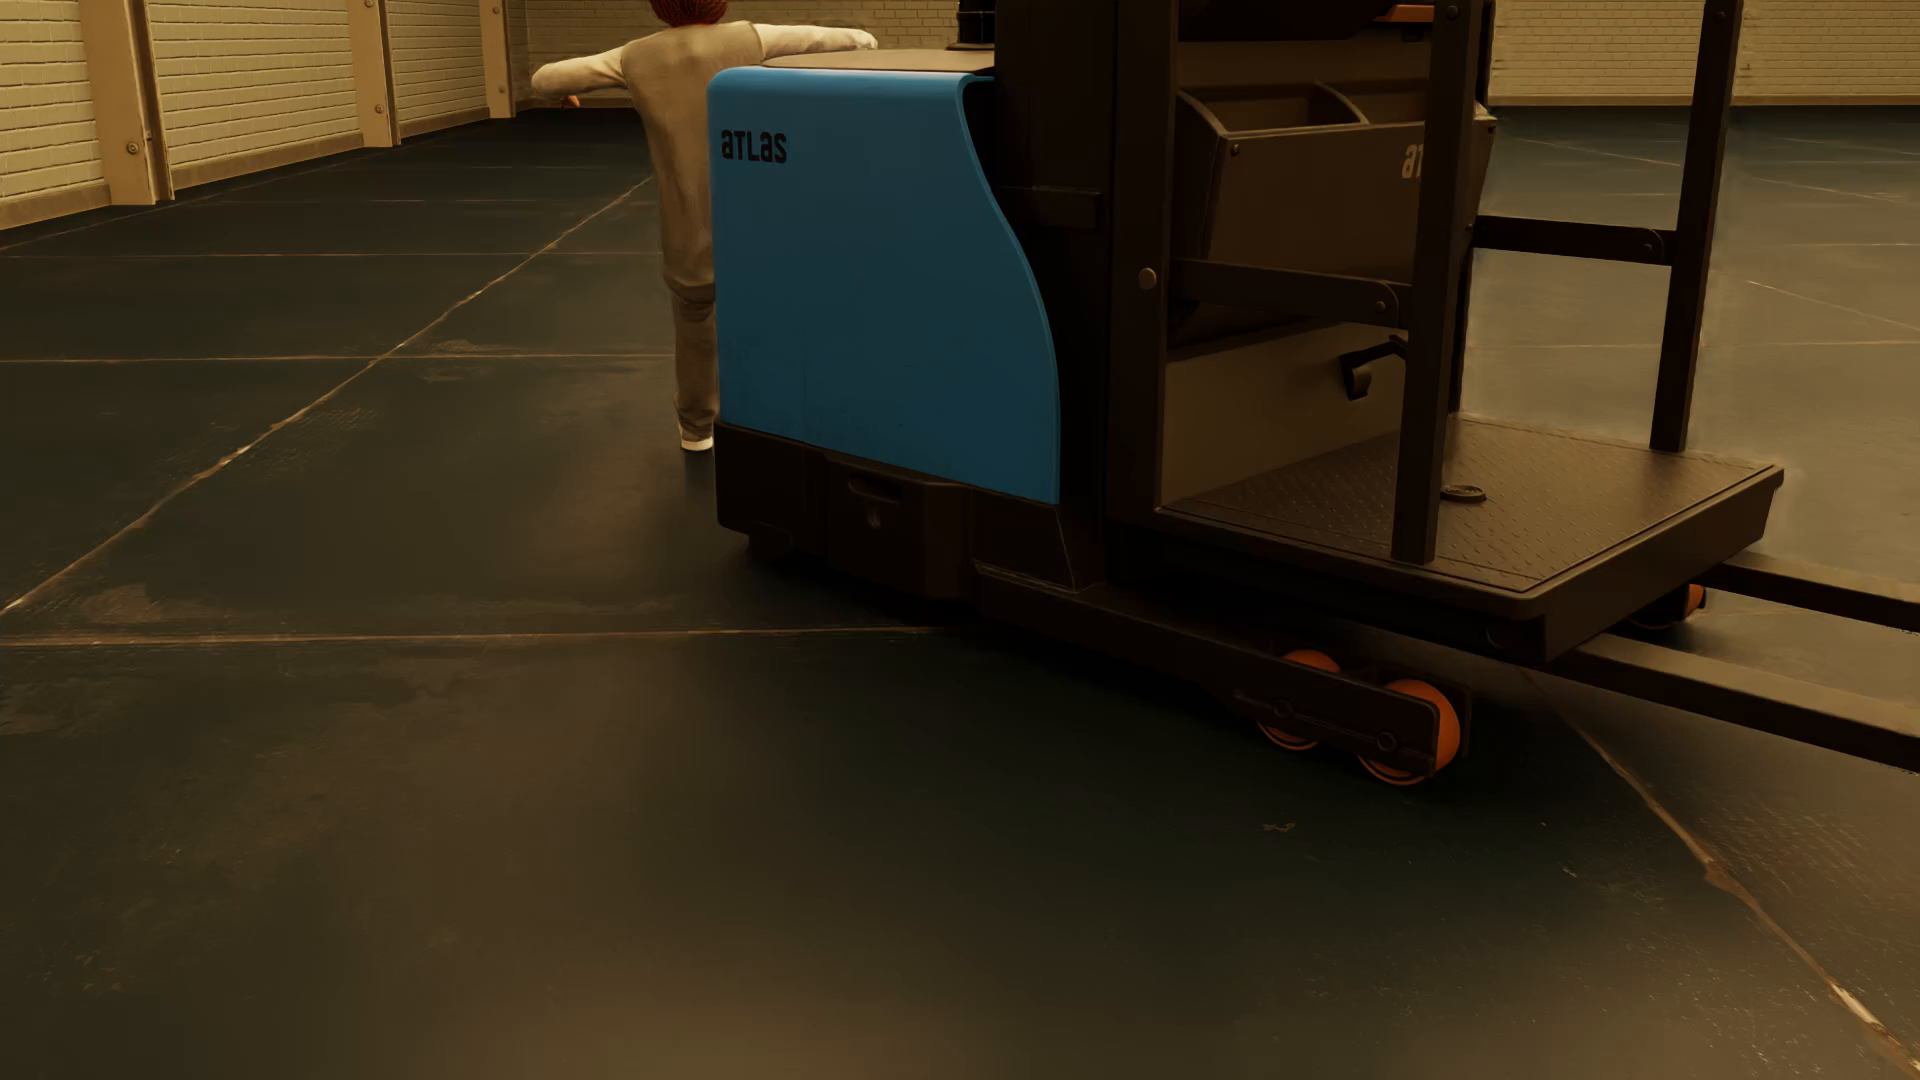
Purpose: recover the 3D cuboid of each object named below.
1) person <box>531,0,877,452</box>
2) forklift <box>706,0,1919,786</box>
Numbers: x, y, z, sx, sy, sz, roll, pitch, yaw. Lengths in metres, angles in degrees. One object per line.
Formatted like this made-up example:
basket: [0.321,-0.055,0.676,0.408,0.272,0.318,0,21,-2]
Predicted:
person: [-0.625,-0.870,4.414,0.940,1.360,0.778,-3,17,-9]
forklift: [0.854,-1.183,2.775,3.031,2.935,1.130,16,23,42]
